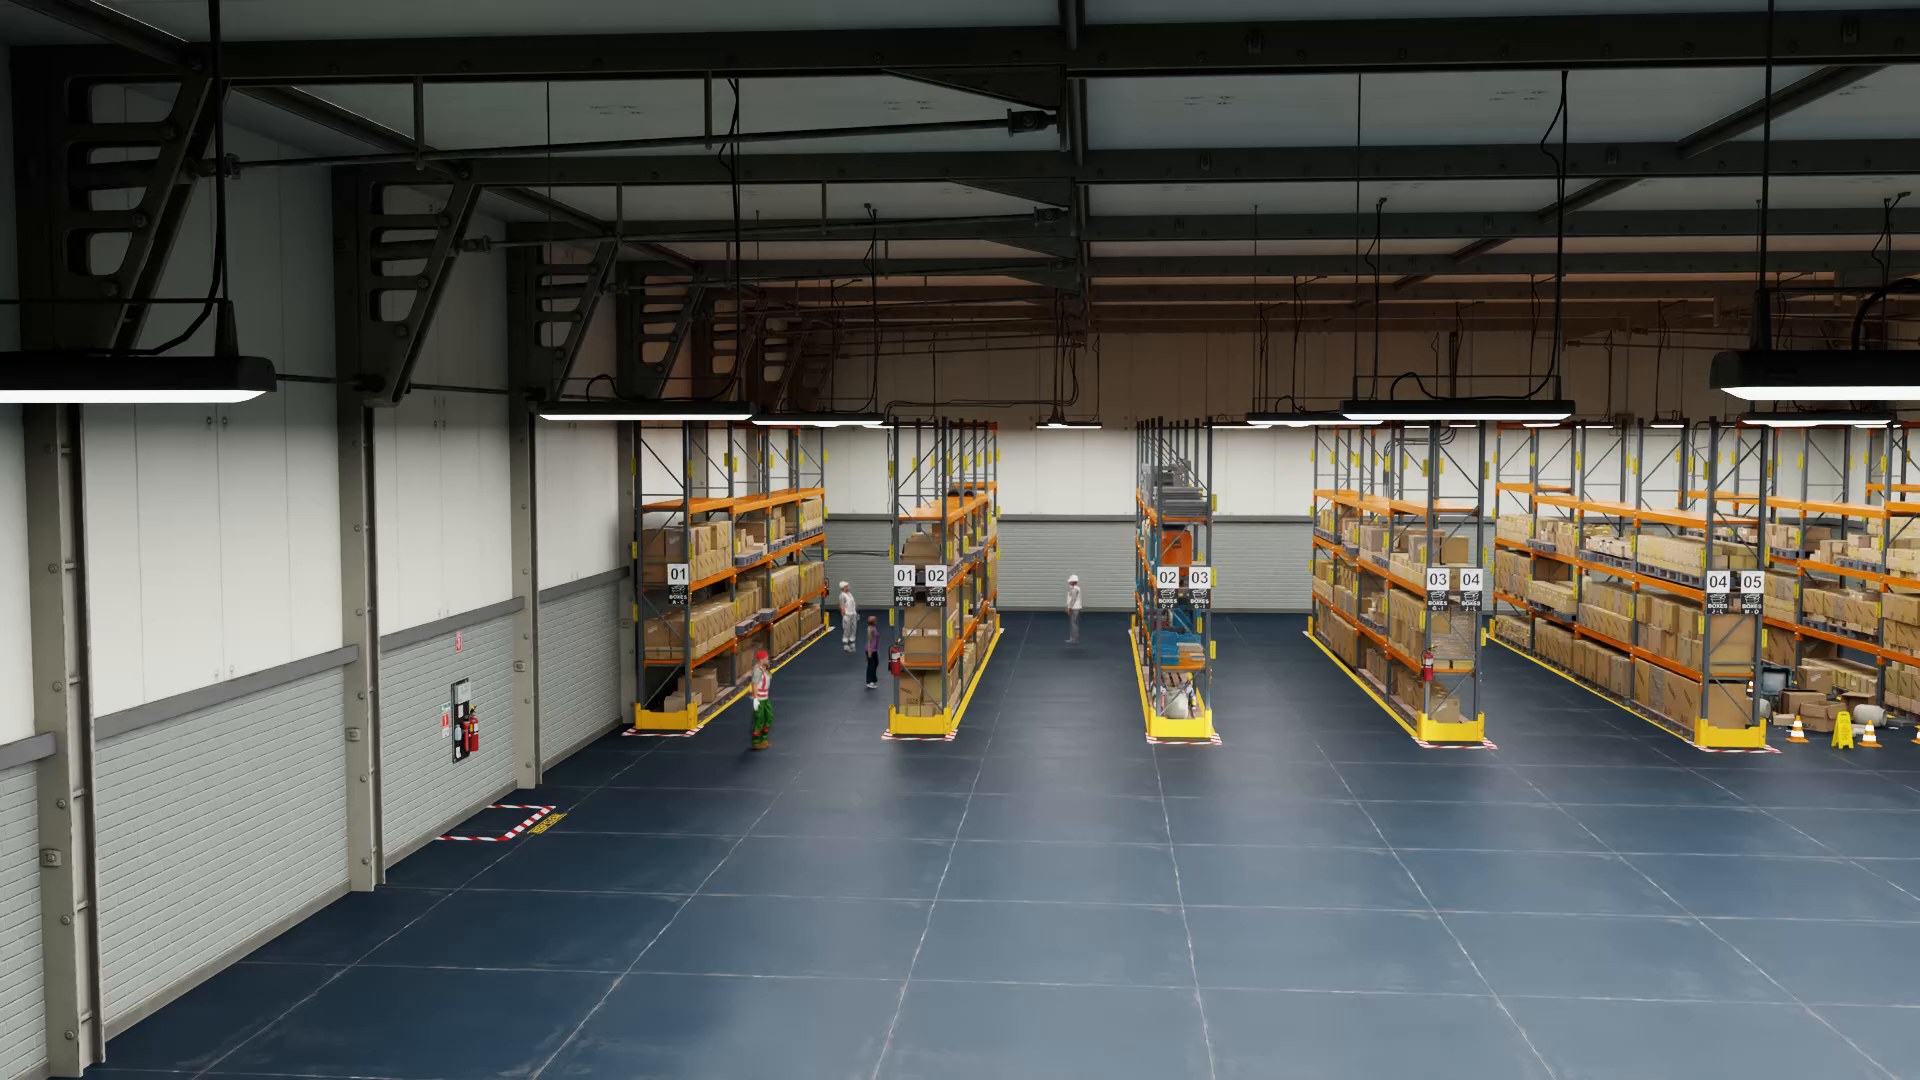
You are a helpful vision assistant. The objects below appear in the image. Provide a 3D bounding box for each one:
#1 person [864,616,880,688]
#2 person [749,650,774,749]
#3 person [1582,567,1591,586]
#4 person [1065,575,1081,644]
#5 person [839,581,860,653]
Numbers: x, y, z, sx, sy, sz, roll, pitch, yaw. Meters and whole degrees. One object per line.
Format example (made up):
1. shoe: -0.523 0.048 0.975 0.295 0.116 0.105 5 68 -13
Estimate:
1. person: -1.976 2.523 37.292 0.326 1.660 0.482 1 4 15
2. person: -3.600 2.883 29.982 0.387 1.788 0.685 1 4 12
3. person: 18.640 1.641 49.633 0.593 1.654 0.447 -2 4 -33
4. person: 2.953 1.811 43.378 0.404 1.784 0.544 1 4 14
5. person: -2.782 1.942 41.876 0.479 1.807 0.624 3 5 38
